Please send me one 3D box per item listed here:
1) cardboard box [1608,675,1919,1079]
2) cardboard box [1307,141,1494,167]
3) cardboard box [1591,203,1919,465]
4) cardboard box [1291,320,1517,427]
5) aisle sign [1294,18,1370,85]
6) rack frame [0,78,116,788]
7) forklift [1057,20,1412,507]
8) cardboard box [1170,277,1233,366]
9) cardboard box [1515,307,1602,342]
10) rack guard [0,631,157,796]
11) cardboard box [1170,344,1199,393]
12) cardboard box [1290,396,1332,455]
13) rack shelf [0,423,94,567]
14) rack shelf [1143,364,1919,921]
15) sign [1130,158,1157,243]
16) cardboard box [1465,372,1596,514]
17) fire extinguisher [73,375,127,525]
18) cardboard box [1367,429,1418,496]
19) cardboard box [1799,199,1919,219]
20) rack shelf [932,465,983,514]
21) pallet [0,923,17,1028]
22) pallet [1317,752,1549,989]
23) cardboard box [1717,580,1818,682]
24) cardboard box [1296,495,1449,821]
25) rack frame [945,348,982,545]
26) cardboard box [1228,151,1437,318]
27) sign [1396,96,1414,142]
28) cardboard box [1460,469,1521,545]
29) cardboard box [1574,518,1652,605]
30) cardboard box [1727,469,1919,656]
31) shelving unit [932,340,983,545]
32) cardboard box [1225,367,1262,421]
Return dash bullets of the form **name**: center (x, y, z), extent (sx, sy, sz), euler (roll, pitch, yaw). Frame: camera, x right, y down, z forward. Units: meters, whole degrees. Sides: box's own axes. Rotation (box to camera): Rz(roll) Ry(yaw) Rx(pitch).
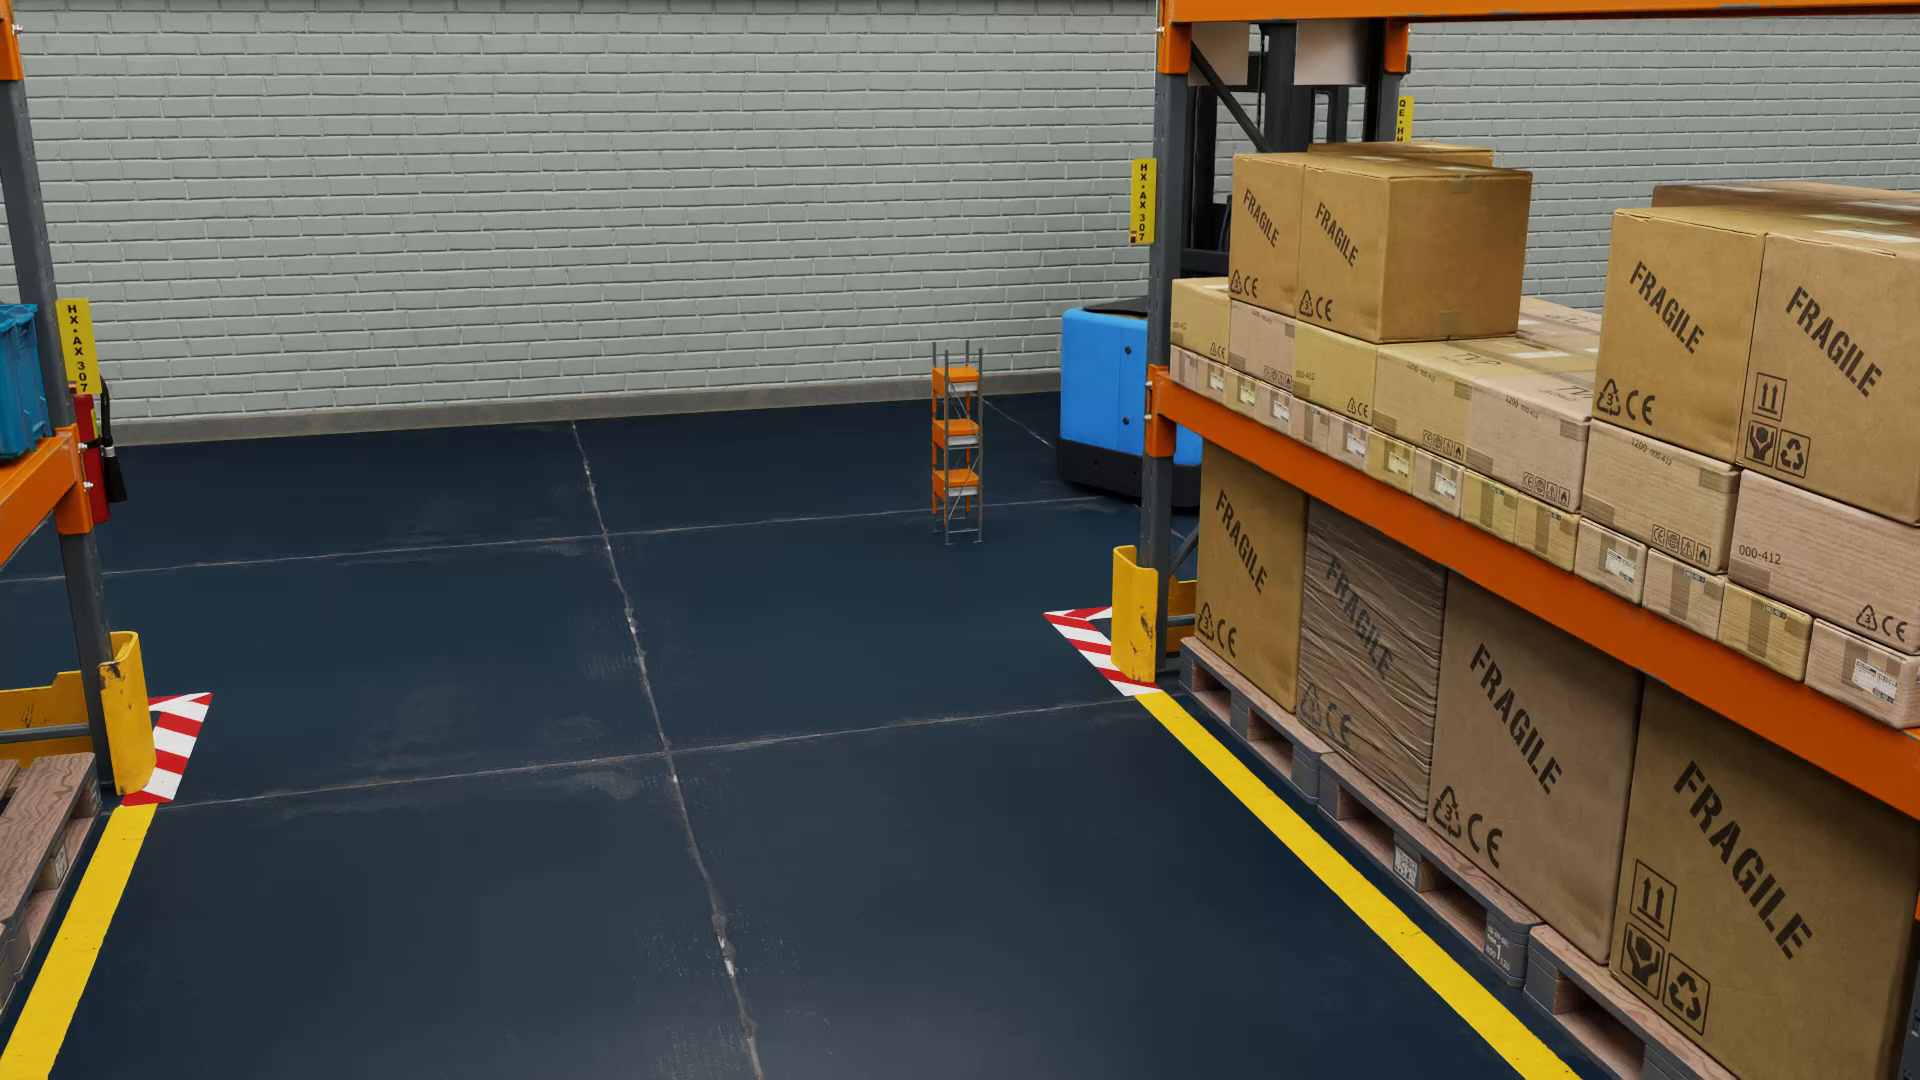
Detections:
- **cardboard box**: center (2.248, 0.815, 3.990), extent (0.875, 0.875, 0.875), euler (-5, 17, -15)
- **cardboard box**: center (1.640, -1.235, 6.290), extent (0.500, 0.500, 0.500), euler (-4, 17, -15)
- **cardboard box**: center (1.836, -0.488, 3.802), extent (0.500, 0.500, 0.500), euler (-5, 17, -15)
- **cardboard box**: center (1.410, -0.553, 5.324), extent (0.500, 0.250, 0.500), euler (-5, 18, -17)
- **aisle sign**: center (1.522, -2.208, 6.570), extent (0.394, 0.787, 0.004), euler (-5, 17, -15)
- **rack frame**: center (-3.509, -0.528, 5.495), extent (1.000, 3.000, 0.127), euler (-5, 17, -15)
- **forklift**: center (1.994, -1.916, 10.235), extent (3.031, 2.935, 1.130), euler (-15, 23, -42)
- **cardboard box**: center (1.126, -0.836, 6.265), extent (0.500, 0.250, 0.500), euler (-5, 17, -17)
- **cardboard box**: center (1.921, -0.596, 5.465), extent (0.500, 0.250, 0.500), euler (-5, 18, -17)
- **rack guard**: center (-3.528, 0.664, 5.874), extent (1.175, 0.500, 0.348), euler (-5, 17, -15)
- **cardboard box**: center (1.034, -0.675, 6.421), extent (0.380, 0.149, 0.250), euler (-4, 17, -15)
- **cardboard box**: center (1.318, -0.391, 5.476), extent (0.380, 0.149, 0.250), euler (-5, 17, -16)
- **rack shelf**: center (-2.959, 0.370, 3.757), extent (1.077, 0.370, 4.000), euler (-5, 17, -15)
- **rack shelf**: center (1.803, -0.022, 5.061), extent (1.077, 0.370, 4.000), euler (-5, 17, -15)
- **sign**: center (0.718, -1.330, 6.522), extent (0.100, 0.325, 0.005), euler (-5, 17, -15)
- **cardboard box**: center (1.694, -0.269, 4.378), extent (0.500, 0.250, 0.500), euler (-4, 17, -14)
- **fire extinguisher**: center (-3.113, -0.390, 5.819), extent (0.296, 0.674, 0.183), euler (-5, 17, -15)
- **cardboard box**: center (1.458, -0.249, 5.005), extent (0.380, 0.149, 0.250), euler (-5, 17, -17)
- **cardboard box**: center (2.339, -0.532, 3.950), extent (0.500, 0.500, 0.500), euler (-5, 17, -15)
- **rack shelf**: center (-0.015, -0.241, 8.933), extent (0.215, 0.259, 0.240), euler (-5, 17, -15)
- **pallet**: center (-2.988, 1.376, 4.005), extent (1.003, 0.211, 1.213), euler (-5, 17, -15)
- **pallet**: center (1.880, 0.968, 5.363), extent (1.003, 0.211, 1.213), euler (-5, 17, -15)
- **cardboard box**: center (1.883, 0.178, 3.584), extent (0.380, 0.149, 0.250), euler (-4, 17, -14)
- **cardboard box**: center (1.757, 0.319, 5.638), extent (0.875, 0.875, 0.875), euler (-5, 17, -15)
- **rack frame**: center (0.019, -0.484, 8.738), extent (0.200, 1.050, 0.008), euler (-5, 17, -15)
- **cardboard box**: center (1.263, -1.057, 5.696), extent (0.500, 0.500, 0.500), euler (-5, 17, -17)
- **sign**: center (1.779, -1.626, 6.728), extent (0.100, 0.325, 0.005), euler (-5, 17, -15)
- **cardboard box**: center (1.601, -0.107, 4.529), extent (0.380, 0.149, 0.250), euler (-5, 17, -16)
- **cardboard box**: center (1.742, 0.036, 4.056), extent (0.380, 0.149, 0.250), euler (-4, 17, -14)
- **cardboard box**: center (1.979, 0.015, 3.432), extent (0.500, 0.250, 0.500), euler (-5, 17, -16)
- **shelving unit**: center (-0.015, -0.518, 8.850), extent (0.215, 1.050, 0.252), euler (-5, 17, -15)
- **cardboard box**: center (1.177, -0.533, 5.950), extent (0.380, 0.149, 0.250), euler (-5, 17, -17)
